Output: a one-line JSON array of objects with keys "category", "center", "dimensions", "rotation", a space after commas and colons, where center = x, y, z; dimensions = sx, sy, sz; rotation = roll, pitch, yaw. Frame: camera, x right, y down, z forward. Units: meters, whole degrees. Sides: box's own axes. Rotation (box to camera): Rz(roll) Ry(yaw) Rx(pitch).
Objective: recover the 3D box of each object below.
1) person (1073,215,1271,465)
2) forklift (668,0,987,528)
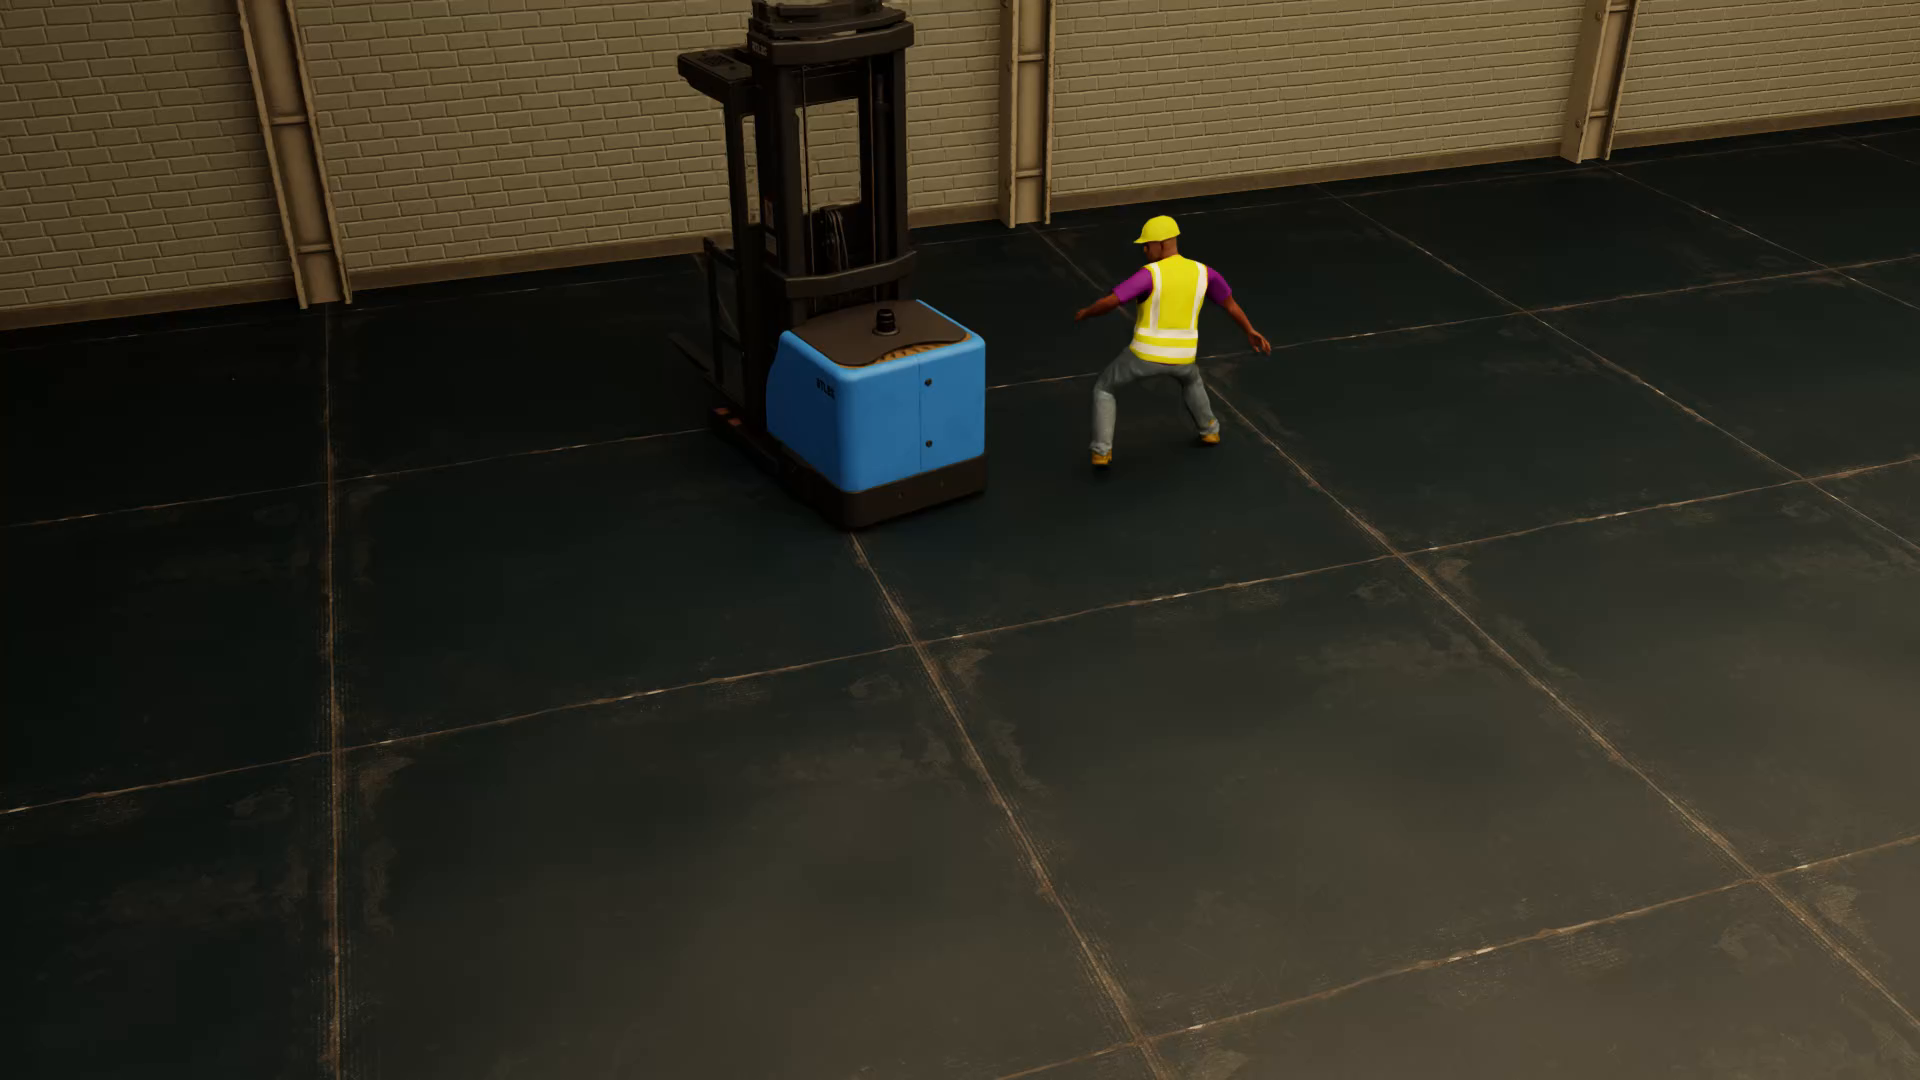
[{"category": "person", "center": [1.338, -1.216, 10.628], "dimensions": [1.194, 1.705, 0.547], "rotation": [-7, 31, -12]}, {"category": "forklift", "center": [-1.048, -2.037, 10.628], "dimensions": [1.130, 2.935, 3.031], "rotation": [-18, 34, -28]}]
